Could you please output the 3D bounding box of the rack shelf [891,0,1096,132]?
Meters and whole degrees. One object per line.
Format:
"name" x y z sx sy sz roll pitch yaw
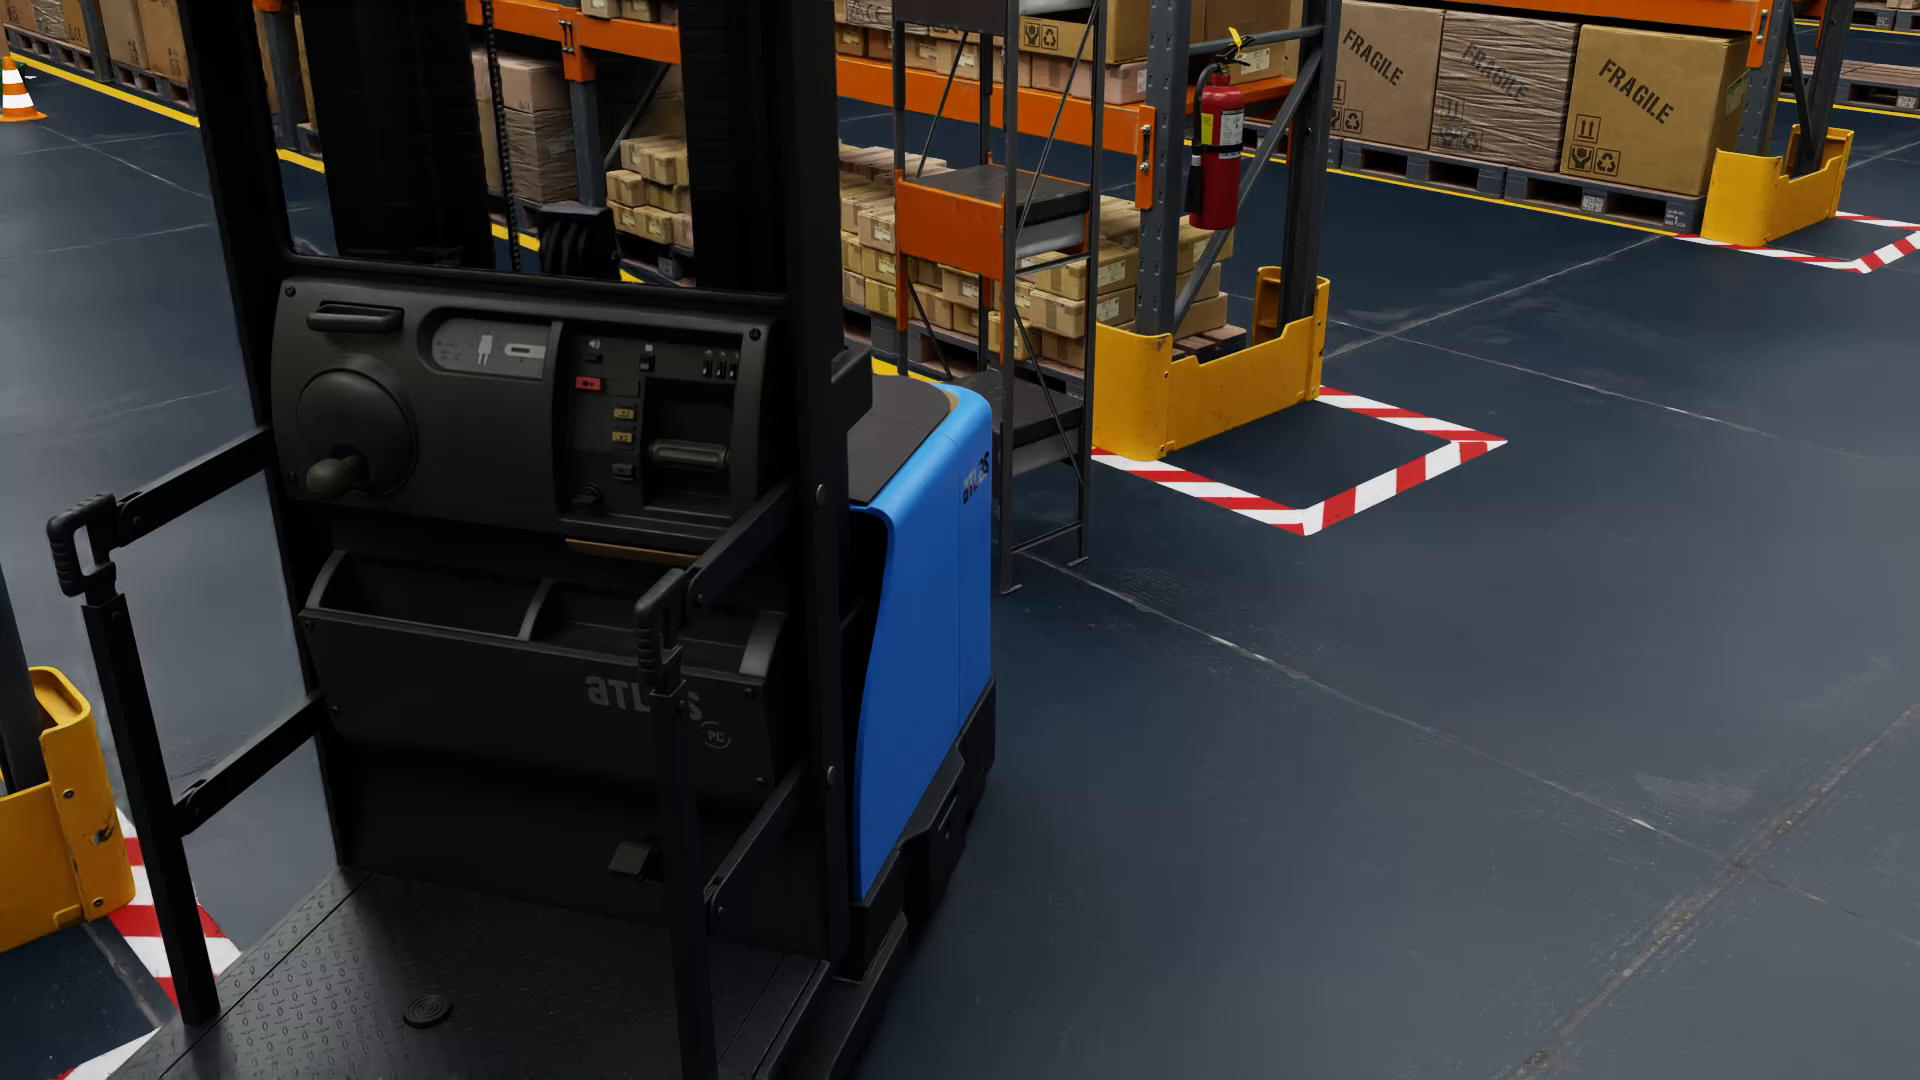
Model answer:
"rack shelf" 0.113 -1.530 4.919 0.431 0.518 0.480 -21 32 -38

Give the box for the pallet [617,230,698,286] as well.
"pallet" -1.179 -1.599 9.001 1.003 0.211 1.213 -21 32 -38

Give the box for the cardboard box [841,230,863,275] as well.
"cardboard box" -0.380 -1.351 7.667 0.380 0.149 0.250 -19 31 -36

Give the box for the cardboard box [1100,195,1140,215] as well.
"cardboard box" 0.606 -1.431 7.485 0.380 0.149 0.250 -21 32 -39

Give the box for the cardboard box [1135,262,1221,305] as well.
"cardboard box" 0.900 -1.110 7.140 0.380 0.149 0.250 -20 31 -36

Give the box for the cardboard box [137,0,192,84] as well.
"cardboard box" -5.985 -4.197 13.540 1.050 0.750 0.750 -21 32 -38

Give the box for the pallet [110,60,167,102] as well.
"pallet" -6.549 -4.004 14.272 1.003 0.211 1.213 -21 32 -38

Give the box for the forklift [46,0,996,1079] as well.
"forklift" -0.820 -0.194 2.645 1.130 2.935 3.031 7 25 15

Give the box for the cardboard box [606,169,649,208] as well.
"cardboard box" -1.649 -1.890 8.849 0.380 0.149 0.250 -19 31 -36

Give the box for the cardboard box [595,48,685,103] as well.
"cardboard box" -1.976 -2.755 9.777 0.500 0.250 0.500 22 33 39

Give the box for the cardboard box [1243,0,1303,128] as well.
"cardboard box" 2.419 -3.439 11.729 0.875 0.875 0.875 -21 32 -38

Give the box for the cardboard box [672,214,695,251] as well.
"cardboard box" -1.259 -1.613 8.600 0.380 0.149 0.250 -21 32 -39

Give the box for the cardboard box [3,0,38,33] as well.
"cardboard box" -8.751 -5.469 16.177 0.875 0.875 0.875 -22 32 -39

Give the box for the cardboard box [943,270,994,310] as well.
"cardboard box" 0.145 -1.115 7.150 0.250 0.149 0.380 22 33 40

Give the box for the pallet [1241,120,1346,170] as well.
"pallet" 2.489 -2.916 11.889 1.003 0.211 1.213 -21 32 -38

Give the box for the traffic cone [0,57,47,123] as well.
"traffic cone" -7.317 -3.496 12.856 0.336 0.463 0.334 -21 32 -38

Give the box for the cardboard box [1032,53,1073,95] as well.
"cardboard box" 0.499 -1.840 6.471 0.380 0.149 0.250 -21 32 -39

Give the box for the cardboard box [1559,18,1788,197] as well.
"cardboard box" 4.264 -2.621 9.936 0.875 0.875 0.875 -21 32 -38

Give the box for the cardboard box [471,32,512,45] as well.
"cardboard box" -3.070 -2.926 10.152 0.500 0.250 0.500 22 33 39

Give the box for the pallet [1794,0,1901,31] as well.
"pallet" 9.729 -5.770 18.143 1.003 0.211 1.213 -21 32 -38

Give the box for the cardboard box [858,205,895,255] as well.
"cardboard box" -0.231 -1.399 7.416 0.380 0.149 0.250 -20 31 -37

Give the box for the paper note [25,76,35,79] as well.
"paper note" -8.252 -4.081 14.659 0.142 0.020 0.147 3 25 6

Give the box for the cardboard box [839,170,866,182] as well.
"cardboard box" -0.670 -1.668 8.004 0.250 0.149 0.380 22 33 40

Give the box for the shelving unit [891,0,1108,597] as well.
"shelving unit" 0.113 -0.905 5.204 0.431 2.100 0.503 -21 32 -38

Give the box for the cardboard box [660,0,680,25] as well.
"cardboard box" -1.257 -2.645 8.237 0.250 0.149 0.380 22 33 39

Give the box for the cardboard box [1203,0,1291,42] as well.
"cardboard box" 0.965 -2.245 6.577 0.500 0.500 0.500 -19 31 -36

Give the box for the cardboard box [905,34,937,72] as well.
"cardboard box" -0.034 -2.070 6.977 0.250 0.149 0.380 22 33 39

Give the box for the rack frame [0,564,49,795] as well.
"rack frame" -2.474 -0.415 3.045 1.000 3.000 0.127 -21 32 -38

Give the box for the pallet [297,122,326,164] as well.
"pallet" -3.864 -2.767 11.562 1.003 0.211 1.213 -21 32 -38

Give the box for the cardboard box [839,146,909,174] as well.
"cardboard box" -0.478 -1.896 8.504 0.250 0.149 0.380 22 32 39

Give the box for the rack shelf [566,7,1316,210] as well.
"rack shelf" -0.296 -2.128 7.667 1.077 0.370 4.000 -21 32 -38

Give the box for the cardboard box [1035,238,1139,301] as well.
"cardboard box" 0.524 -1.103 6.765 0.380 0.149 0.250 -21 32 -38

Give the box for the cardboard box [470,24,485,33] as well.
"cardboard box" -3.049 -3.227 10.812 0.500 0.250 0.500 -20 31 -37

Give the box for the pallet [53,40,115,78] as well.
"pallet" -7.594 -4.469 15.292 1.003 0.211 1.213 -21 32 -38

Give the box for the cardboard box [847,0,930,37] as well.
"cardboard box" -0.126 -2.402 6.922 0.500 0.500 0.500 -21 32 -38

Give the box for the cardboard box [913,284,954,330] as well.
"cardboard box" 0.013 -1.069 7.407 0.380 0.149 0.250 -21 32 -38

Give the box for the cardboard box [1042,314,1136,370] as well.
"cardboard box" 0.559 -0.844 6.914 0.380 0.149 0.250 -21 32 -38

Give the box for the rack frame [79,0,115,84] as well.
"rack frame" -7.131 -5.485 14.159 1.000 3.000 0.127 -21 32 -38

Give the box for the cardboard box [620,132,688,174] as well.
"cardboard box" -1.579 -2.063 8.870 0.380 0.149 0.250 -20 31 -36

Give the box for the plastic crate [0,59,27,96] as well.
"plastic crate" -8.206 -3.913 14.032 0.450 0.188 0.662 4 23 -16

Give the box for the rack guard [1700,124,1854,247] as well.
"rack guard" 4.777 -2.081 9.710 1.175 0.500 0.348 -21 32 -38

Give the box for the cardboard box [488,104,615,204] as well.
"cardboard box" -2.353 -2.268 9.613 0.500 0.500 0.500 -22 32 -39
